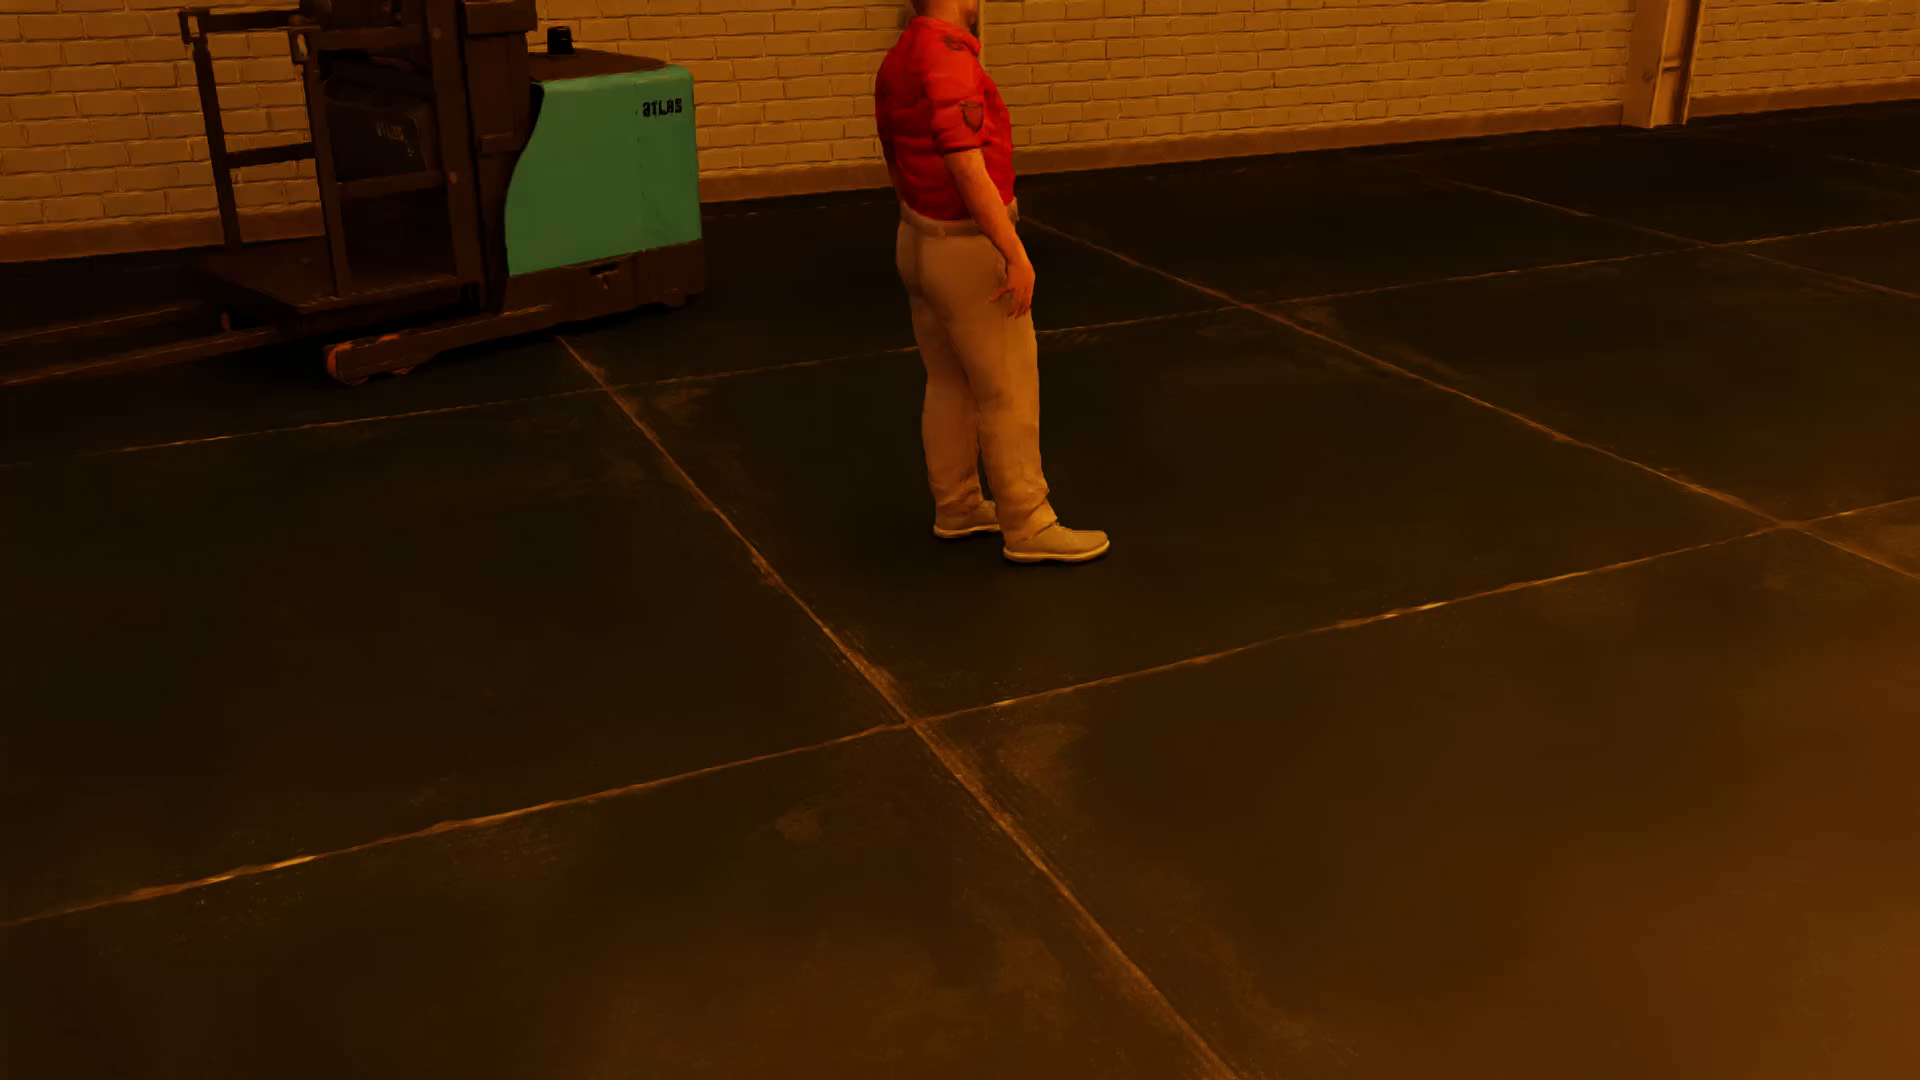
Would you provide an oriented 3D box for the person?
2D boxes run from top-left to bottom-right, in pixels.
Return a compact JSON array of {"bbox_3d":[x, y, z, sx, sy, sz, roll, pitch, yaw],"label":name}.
[{"bbox_3d":[0.086,-0.816,4.797,0.550,1.727,0.640,-10,25,-23],"label":"person"}]

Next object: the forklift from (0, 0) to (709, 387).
[{"bbox_3d":[-2.566,-2.186,6.548,1.130,2.935,3.031,21,30,41],"label":"forklift"}]
